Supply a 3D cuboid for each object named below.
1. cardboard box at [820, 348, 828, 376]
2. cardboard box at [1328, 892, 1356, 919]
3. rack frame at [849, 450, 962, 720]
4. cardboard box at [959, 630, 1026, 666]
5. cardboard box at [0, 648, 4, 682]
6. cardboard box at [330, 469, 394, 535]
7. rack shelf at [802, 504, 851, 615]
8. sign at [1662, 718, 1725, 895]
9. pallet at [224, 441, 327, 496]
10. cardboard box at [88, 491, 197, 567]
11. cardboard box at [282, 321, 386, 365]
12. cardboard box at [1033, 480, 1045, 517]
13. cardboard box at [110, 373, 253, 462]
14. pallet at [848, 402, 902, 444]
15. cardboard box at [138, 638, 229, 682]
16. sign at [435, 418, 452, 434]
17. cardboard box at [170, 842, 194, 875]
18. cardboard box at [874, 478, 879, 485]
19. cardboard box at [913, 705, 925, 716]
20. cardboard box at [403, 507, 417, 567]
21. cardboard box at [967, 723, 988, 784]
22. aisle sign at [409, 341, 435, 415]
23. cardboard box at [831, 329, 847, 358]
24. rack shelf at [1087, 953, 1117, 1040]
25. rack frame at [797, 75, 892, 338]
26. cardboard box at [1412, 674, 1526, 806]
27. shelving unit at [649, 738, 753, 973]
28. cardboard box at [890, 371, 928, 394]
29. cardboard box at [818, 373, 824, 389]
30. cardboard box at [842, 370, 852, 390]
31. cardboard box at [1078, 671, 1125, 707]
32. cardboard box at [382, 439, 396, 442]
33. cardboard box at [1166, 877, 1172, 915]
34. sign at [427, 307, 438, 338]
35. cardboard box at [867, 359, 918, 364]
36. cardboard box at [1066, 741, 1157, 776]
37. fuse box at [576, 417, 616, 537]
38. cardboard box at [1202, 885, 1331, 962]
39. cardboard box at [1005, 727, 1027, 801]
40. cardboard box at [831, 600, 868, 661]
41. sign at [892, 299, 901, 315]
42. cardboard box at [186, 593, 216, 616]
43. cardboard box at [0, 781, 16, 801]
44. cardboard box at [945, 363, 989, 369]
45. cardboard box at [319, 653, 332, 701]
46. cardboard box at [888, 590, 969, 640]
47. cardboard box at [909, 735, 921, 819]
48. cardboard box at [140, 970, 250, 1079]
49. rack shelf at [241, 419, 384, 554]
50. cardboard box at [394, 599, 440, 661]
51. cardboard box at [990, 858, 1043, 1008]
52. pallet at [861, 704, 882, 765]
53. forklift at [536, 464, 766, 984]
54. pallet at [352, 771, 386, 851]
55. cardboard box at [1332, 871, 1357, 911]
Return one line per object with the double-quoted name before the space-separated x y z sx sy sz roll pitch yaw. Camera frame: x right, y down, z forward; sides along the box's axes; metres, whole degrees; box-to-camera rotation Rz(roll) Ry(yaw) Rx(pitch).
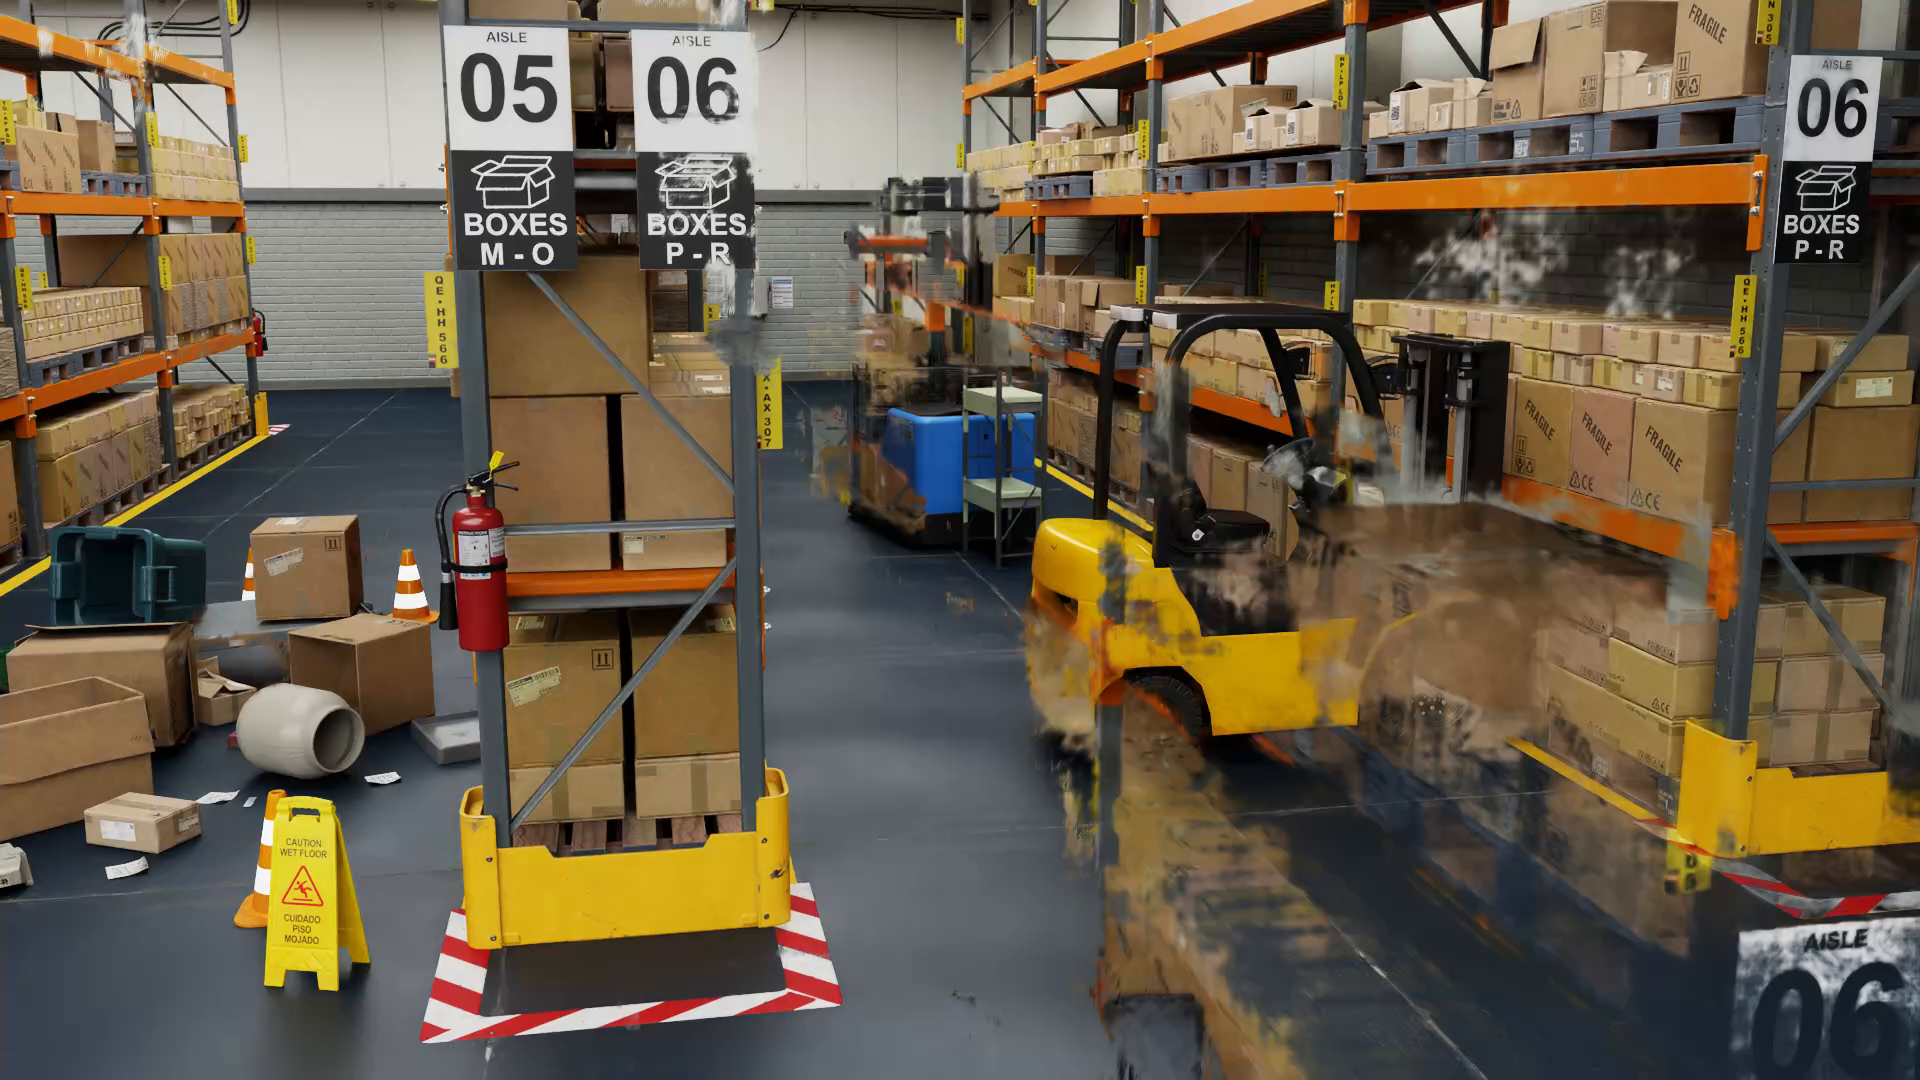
"cardboard box" 0.689 -4.329 20.004 0.500 0.250 0.500 -2 11 -12
"cardboard box" 3.403 -1.133 9.626 0.380 0.149 0.250 -2 11 -11
"rack frame" 1.319 -2.422 18.399 1.000 3.000 0.127 -2 11 -11
"cardboard box" 1.998 -1.892 13.612 0.380 0.149 0.250 -2 11 -9
"cardboard box" -1.544 -2.156 8.583 0.500 0.250 0.500 -2 11 -12
"cardboard box" -3.405 -2.877 17.849 0.500 0.500 0.500 -2 11 -11
"rack shelf" 0.930 -2.435 20.394 1.077 0.370 4.000 -2 11 -11
"sign" 3.118 -2.074 6.390 0.100 0.325 0.005 -2 11 -11
"pallet" -2.949 -3.004 13.940 1.213 0.211 1.003 -2 11 -8
"cardboard box" -1.814 -2.594 10.561 0.500 0.250 0.500 -2 11 -12
"cardboard box" -3.843 -4.267 18.402 0.797 0.503 0.637 -1 11 -7
"cardboard box" 2.363 -2.751 11.386 0.380 0.149 0.250 -2 11 -11
"cardboard box" -2.993 -3.301 13.598 0.797 0.503 0.637 -3 11 -15
"pallet" 1.581 -3.491 16.496 1.213 0.211 1.003 -2 11 -11
"cardboard box" -2.177 -1.938 11.933 0.380 0.149 0.250 -3 11 -14
"sign" -5.506 -4.150 26.755 0.327 0.218 0.001 -2 11 -11
"cardboard box" -1.970 -1.113 11.072 0.380 0.149 0.250 -2 11 -10
"cardboard box" 0.990 -3.059 21.350 0.500 0.250 0.500 -2 11 -11
"cardboard box" 1.654 -1.216 15.888 0.380 0.149 0.250 -2 11 -9
"cardboard box" -3.568 -2.569 18.906 0.500 0.500 0.500 -2 11 -11
"cardboard box" 2.143 -1.338 13.104 0.500 0.250 0.500 -2 11 -13
"aisle sign" -4.037 -4.276 21.187 0.394 0.787 0.004 -2 11 -11
"cardboard box" 0.877 -4.390 18.986 0.500 0.250 0.500 -2 11 -12
"rack shelf" 3.264 -0.235 8.830 1.077 0.370 4.000 -2 11 -11
"rack frame" 0.541 -6.103 21.693 1.000 3.000 0.127 -2 11 -11
"cardboard box" 3.144 -2.072 7.504 0.396 0.266 0.258 -2 11 -11
"shelving unit" 0.341 -0.588 12.774 0.431 1.500 0.755 -4 11 -19
"cardboard box" 1.487 -3.720 15.738 0.380 0.149 0.250 -2 11 -11
"cardboard box" 0.577 -4.154 20.149 0.380 0.149 0.250 -2 11 -11
"cardboard box" 1.003 -3.910 17.474 0.380 0.149 0.250 -2 11 -10
"cardboard box" 2.676 -1.723 12.724 0.380 0.149 0.250 -2 11 -9
"cardboard box" -3.654 -3.400 18.859 0.380 0.149 0.250 -2 11 -11
"cardboard box" 2.808 -1.160 9.768 0.380 0.149 0.250 -2 11 -11
"sign" -3.793 -4.861 21.036 0.100 0.325 0.005 -2 11 -11
"cardboard box" 1.259 -3.918 16.720 0.380 0.149 0.250 -2 11 -10
"cardboard box" 2.526 -1.471 11.398 0.380 0.149 0.250 -2 11 -11
"fuse box" -3.358 -3.424 27.112 0.539 1.711 0.414 -2 11 -11
"cardboard box" 2.870 -1.211 9.237 0.380 0.149 0.250 -2 11 -12
"cardboard box" 2.327 -1.395 12.070 0.500 0.250 0.500 -2 11 -10
"cardboard box" 0.897 -1.670 20.009 0.700 0.500 0.500 -3 11 -13
"sign" 1.089 -5.081 21.977 0.100 0.325 0.005 -2 11 -11
"cardboard box" -3.129 -2.133 13.938 0.500 0.500 0.500 -2 11 -13
"cardboard box" -2.309 -1.251 10.063 0.500 0.500 0.500 -2 11 -12
"cardboard box" 1.817 -3.841 16.319 0.380 0.149 0.250 -2 11 -10
"cardboard box" -2.737 -1.626 14.618 0.500 0.250 0.500 -2 11 -13
"cardboard box" 1.574 -2.003 15.474 0.500 0.250 0.500 -3 11 -14
"cardboard box" 1.716 -0.829 15.590 0.500 0.500 0.500 -2 11 -12
"cardboard box" -2.378 -0.044 11.812 0.950 0.372 0.625 -2 11 -9
"rack shelf" -3.161 -2.994 15.307 1.077 0.370 4.000 -2 11 -11
"cardboard box" -3.915 -1.637 20.005 0.875 0.438 0.875 -2 11 -9
"cardboard box" 2.470 -0.370 12.847 0.875 0.625 0.625 -3 11 -13
"pallet" 1.514 -0.904 17.883 1.003 0.211 1.213 -2 11 -11
"forklift" -0.352 -1.624 14.392 1.130 2.935 3.031 -4 11 -19
"pallet" -3.085 -0.508 15.801 1.003 0.211 1.213 -2 11 -11
"cardboard box" 3.416 -1.282 9.611 0.380 0.149 0.250 -2 11 -12
